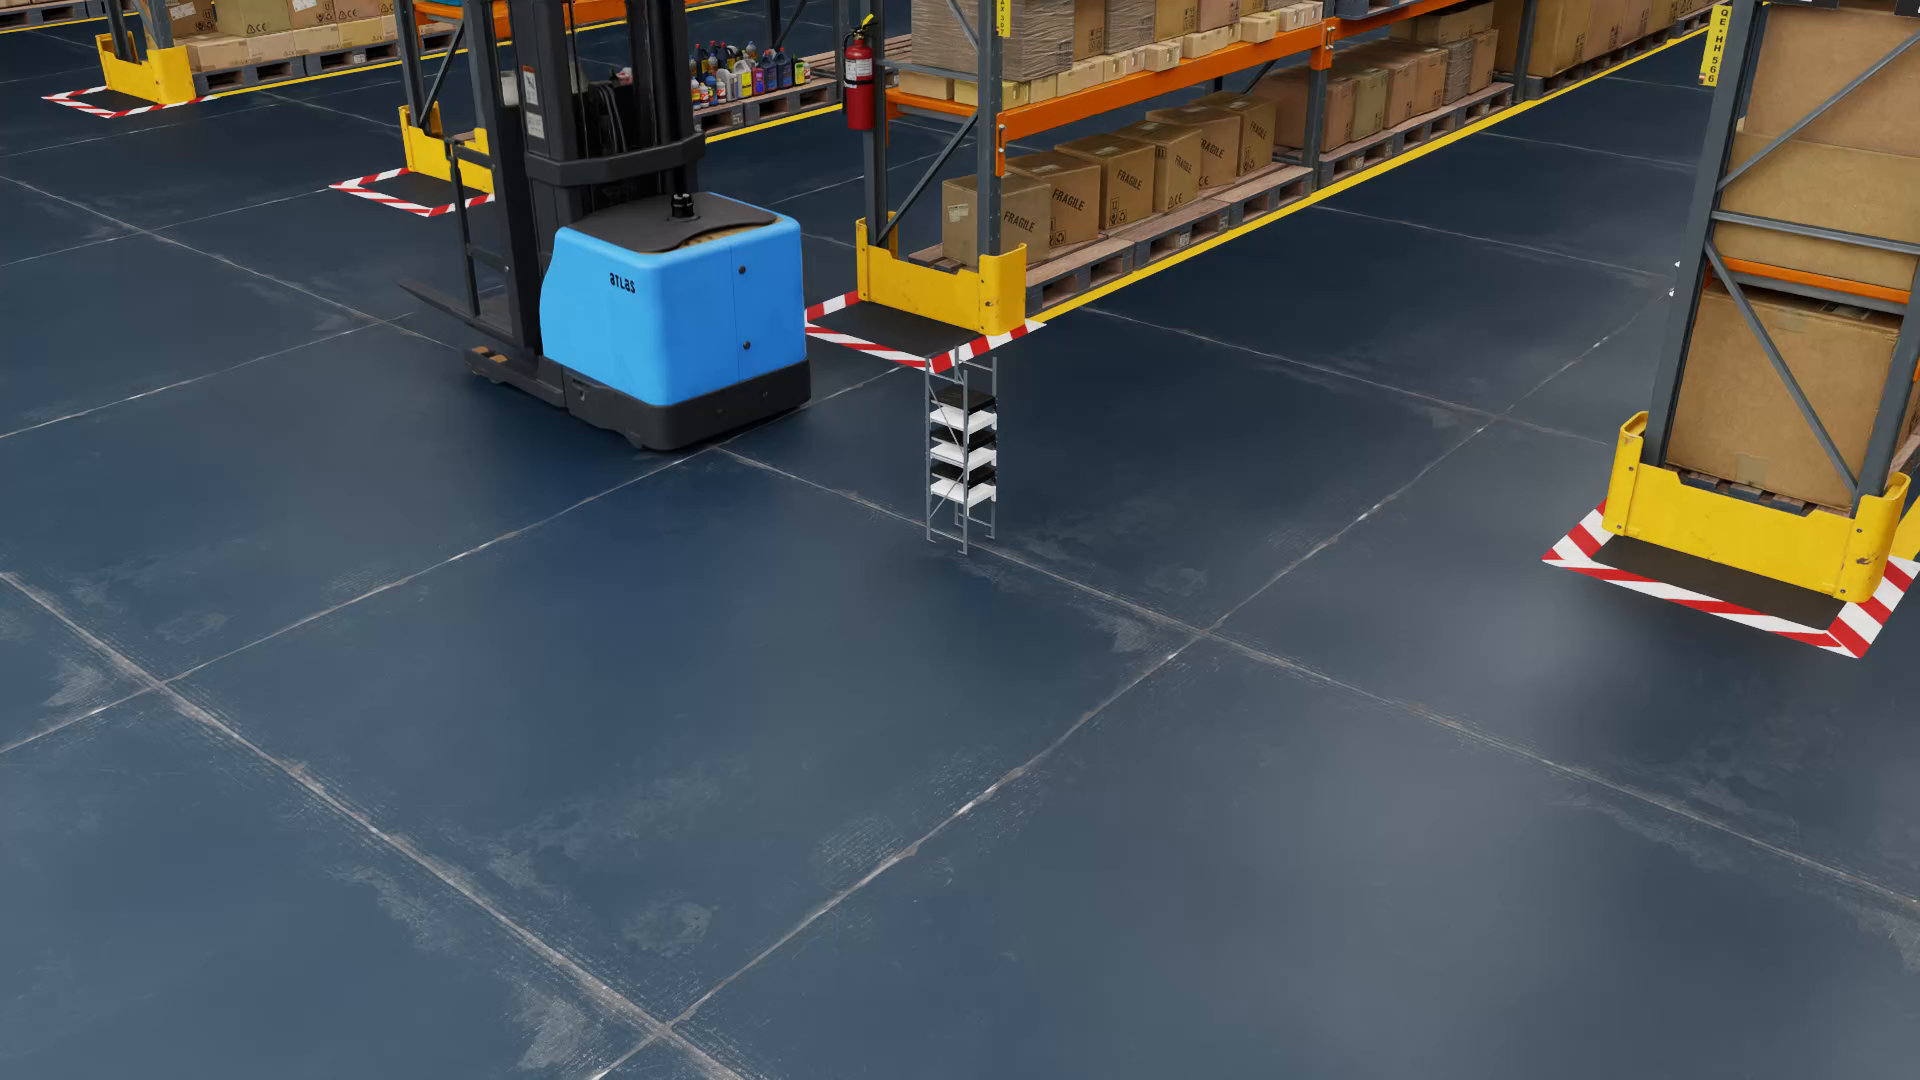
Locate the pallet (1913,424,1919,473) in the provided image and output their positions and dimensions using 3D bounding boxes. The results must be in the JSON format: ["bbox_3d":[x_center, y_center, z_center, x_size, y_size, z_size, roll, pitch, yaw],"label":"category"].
[{"bbox_3d":[4.810,-0.784,9.036,1.003,0.211,1.213,21,34,34],"label":"pallet"}]

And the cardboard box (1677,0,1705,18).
[{"bbox_3d":[7.937,-6.479,18.865,0.875,0.875,0.875,21,34,34],"label":"cardboard box"}]

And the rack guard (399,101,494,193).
[{"bbox_3d":[-3.987,-3.149,13.293,1.175,0.500,0.348,21,34,34],"label":"rack guard"}]

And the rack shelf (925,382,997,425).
[{"bbox_3d":[0.005,-0.613,7.440,0.258,0.077,0.200,21,34,34],"label":"rack shelf"}]

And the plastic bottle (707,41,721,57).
[{"bbox_3d":[-2.288,-4.491,15.570,0.144,0.351,0.185,22,34,36],"label":"plastic bottle"}]

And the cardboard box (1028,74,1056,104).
[{"bbox_3d":[0.362,-2.774,10.121,0.380,0.149,0.250,21,34,34],"label":"cardboard box"}]

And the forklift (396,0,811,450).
[{"bbox_3d":[-2.213,-2.335,9.074,3.031,2.935,1.130,25,36,39],"label":"forklift"}]

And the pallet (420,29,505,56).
[{"bbox_3d":[-5.813,-5.577,18.302,1.003,0.211,1.213,21,34,34],"label":"pallet"}]

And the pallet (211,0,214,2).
[{"bbox_3d":[-9.499,-7.045,21.139,1.003,0.211,1.213,21,34,34],"label":"pallet"}]

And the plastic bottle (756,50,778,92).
[{"bbox_3d":[-1.764,-4.275,15.153,0.144,0.351,0.185,19,33,32],"label":"plastic bottle"}]

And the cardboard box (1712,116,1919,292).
[{"bbox_3d":[3.787,-1.497,7.216,0.875,0.550,0.550,21,34,34],"label":"cardboard box"}]

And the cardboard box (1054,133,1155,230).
[{"bbox_3d":[1.000,-2.502,11.586,0.500,0.500,0.500,25,36,39],"label":"cardboard box"}]

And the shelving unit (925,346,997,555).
[{"bbox_3d":[0.005,-0.403,7.549,0.258,0.900,0.210,21,34,34],"label":"shelving unit"}]

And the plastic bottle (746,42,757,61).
[{"bbox_3d":[-1.996,-4.635,15.936,0.097,0.271,0.097,0,27,0],"label":"plastic bottle"}]

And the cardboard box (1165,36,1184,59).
[{"bbox_3d":[1.274,-3.322,11.180,0.380,0.149,0.250,21,34,34],"label":"cardboard box"}]

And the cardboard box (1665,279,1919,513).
[{"bbox_3d":[3.966,-0.788,7.864,0.875,0.875,0.875,21,34,35],"label":"cardboard box"}]

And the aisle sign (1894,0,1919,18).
[{"bbox_3d":[3.772,-2.327,6.155,0.394,0.787,0.004,21,34,34],"label":"aisle sign"}]

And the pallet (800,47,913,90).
[{"bbox_3d":[-0.985,-4.688,16.582,1.003,0.211,1.213,21,34,34],"label":"pallet"}]

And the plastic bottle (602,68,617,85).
[{"bbox_3d":[-3.109,-4.033,14.760,0.061,0.283,0.133,22,34,36],"label":"plastic bottle"}]

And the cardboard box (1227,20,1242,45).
[{"bbox_3d":[1.752,-3.587,11.693,0.380,0.149,0.250,21,34,34],"label":"cardboard box"}]

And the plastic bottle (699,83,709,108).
[{"bbox_3d":[-2.261,-3.915,14.620,0.097,0.201,0.097,0,27,0],"label":"plastic bottle"}]

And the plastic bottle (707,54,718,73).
[{"bbox_3d":[-2.287,-4.369,15.421,0.097,0.271,0.097,0,27,0],"label":"plastic bottle"}]

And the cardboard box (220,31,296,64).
[{"bbox_3d":[-6.991,-4.936,16.563,0.500,0.250,0.500,21,34,34],"label":"cardboard box"}]

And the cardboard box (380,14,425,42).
[{"bbox_3d":[-6.033,-5.467,17.588,0.500,0.250,0.500,21,34,34],"label":"cardboard box"}]

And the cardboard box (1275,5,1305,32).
[{"bbox_3d":[2.291,-3.830,12.162,0.380,0.149,0.250,21,34,34],"label":"cardboard box"}]

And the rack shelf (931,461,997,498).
[{"bbox_3d":[0.005,-0.293,7.605,0.258,0.077,0.200,21,34,34],"label":"rack shelf"}]

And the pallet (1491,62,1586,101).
[{"bbox_3d":[5.471,-4.626,16.463,1.003,0.211,1.213,21,34,34],"label":"pallet"}]

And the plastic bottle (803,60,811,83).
[{"bbox_3d":[-1.445,-4.370,15.499,0.097,0.201,0.097,0,27,0],"label":"plastic bottle"}]

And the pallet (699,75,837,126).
[{"bbox_3d":[-1.914,-4.172,15.585,1.003,0.211,1.213,21,34,34],"label":"pallet"}]

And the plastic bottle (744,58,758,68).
[{"bbox_3d":[-1.894,-4.276,15.237,0.152,0.276,0.135,21,34,34],"label":"plastic bottle"}]

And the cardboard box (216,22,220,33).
[{"bbox_3d":[-7.397,-5.090,16.860,0.500,0.250,0.500,21,34,34],"label":"cardboard box"}]

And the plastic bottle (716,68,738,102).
[{"bbox_3d":[-2.076,-4.071,14.840,0.152,0.276,0.135,21,34,35],"label":"plastic bottle"}]

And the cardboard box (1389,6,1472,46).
[{"bbox_3d":[4.179,-4.588,14.780,0.500,0.250,0.500,-24,36,-38],"label":"cardboard box"}]

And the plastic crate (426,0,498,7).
[{"bbox_3d":[-3.911,-4.417,13.186,0.499,0.251,0.616,21,34,34],"label":"plastic crate"}]

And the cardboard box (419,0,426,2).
[{"bbox_3d":[-5.728,-5.982,17.768,0.500,0.500,0.500,21,34,34],"label":"cardboard box"}]

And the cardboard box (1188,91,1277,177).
[{"bbox_3d":[2.082,-3.135,12.809,0.500,0.500,0.500,20,33,33],"label":"cardboard box"}]

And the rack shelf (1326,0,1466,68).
[{"bbox_3d":[3.639,-4.579,14.119,1.077,0.370,4.000,21,34,34],"label":"rack shelf"}]

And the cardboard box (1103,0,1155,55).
[{"bbox_3d":[0.771,-3.511,10.841,0.875,0.500,0.500,21,34,34],"label":"cardboard box"}]

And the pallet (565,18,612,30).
[{"bbox_3d":[-4.836,-6.120,19.350,1.003,0.211,1.213,21,34,34],"label":"pallet"}]

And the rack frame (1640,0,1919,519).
[{"bbox_3d":[3.586,-1.286,6.970,1.000,3.000,0.127,21,34,34],"label":"rack frame"}]

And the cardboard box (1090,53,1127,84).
[{"bbox_3d":[0.840,-3.039,10.634,0.380,0.149,0.250,21,34,34],"label":"cardboard box"}]

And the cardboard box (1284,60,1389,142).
[{"bbox_3d":[3.092,-3.649,13.781,0.700,0.500,0.500,21,34,34],"label":"cardboard box"}]

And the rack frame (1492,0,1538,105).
[{"bbox_3d":[4.912,-5.607,15.325,1.000,3.000,0.127,21,34,34],"label":"rack frame"}]

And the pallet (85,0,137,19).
[{"bbox_3d":[-10.275,-6.611,20.299,1.003,0.211,1.213,21,34,34],"label":"pallet"}]

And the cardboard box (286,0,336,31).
[{"bbox_3d":[-6.681,-5.450,16.739,0.500,0.500,0.500,21,34,34],"label":"cardboard box"}]

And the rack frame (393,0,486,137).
[{"bbox_3d":[-3.999,-4.218,12.640,1.000,3.000,0.127,21,34,34],"label":"rack frame"}]

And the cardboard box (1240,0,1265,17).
[{"bbox_3d":[1.688,-4.057,11.896,0.875,0.500,0.500,21,34,34],"label":"cardboard box"}]

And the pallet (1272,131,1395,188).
[{"bbox_3d":[2.861,-3.227,13.758,1.003,0.211,1.213,21,34,34],"label":"pallet"}]

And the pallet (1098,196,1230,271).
[{"bbox_3d":[1.192,-2.268,11.904,1.003,0.211,1.213,21,34,34],"label":"pallet"}]

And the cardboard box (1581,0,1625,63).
[{"bbox_3d":[5.939,-5.403,16.784,1.225,0.875,0.875,21,34,35],"label":"cardboard box"}]

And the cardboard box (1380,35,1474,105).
[{"bbox_3d":[4.158,-4.249,14.940,0.700,0.500,0.500,18,32,30],"label":"cardboard box"}]

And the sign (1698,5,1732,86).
[{"bbox_3d":[3.176,-2.068,6.966,0.100,0.325,0.005,21,34,34],"label":"sign"}]
